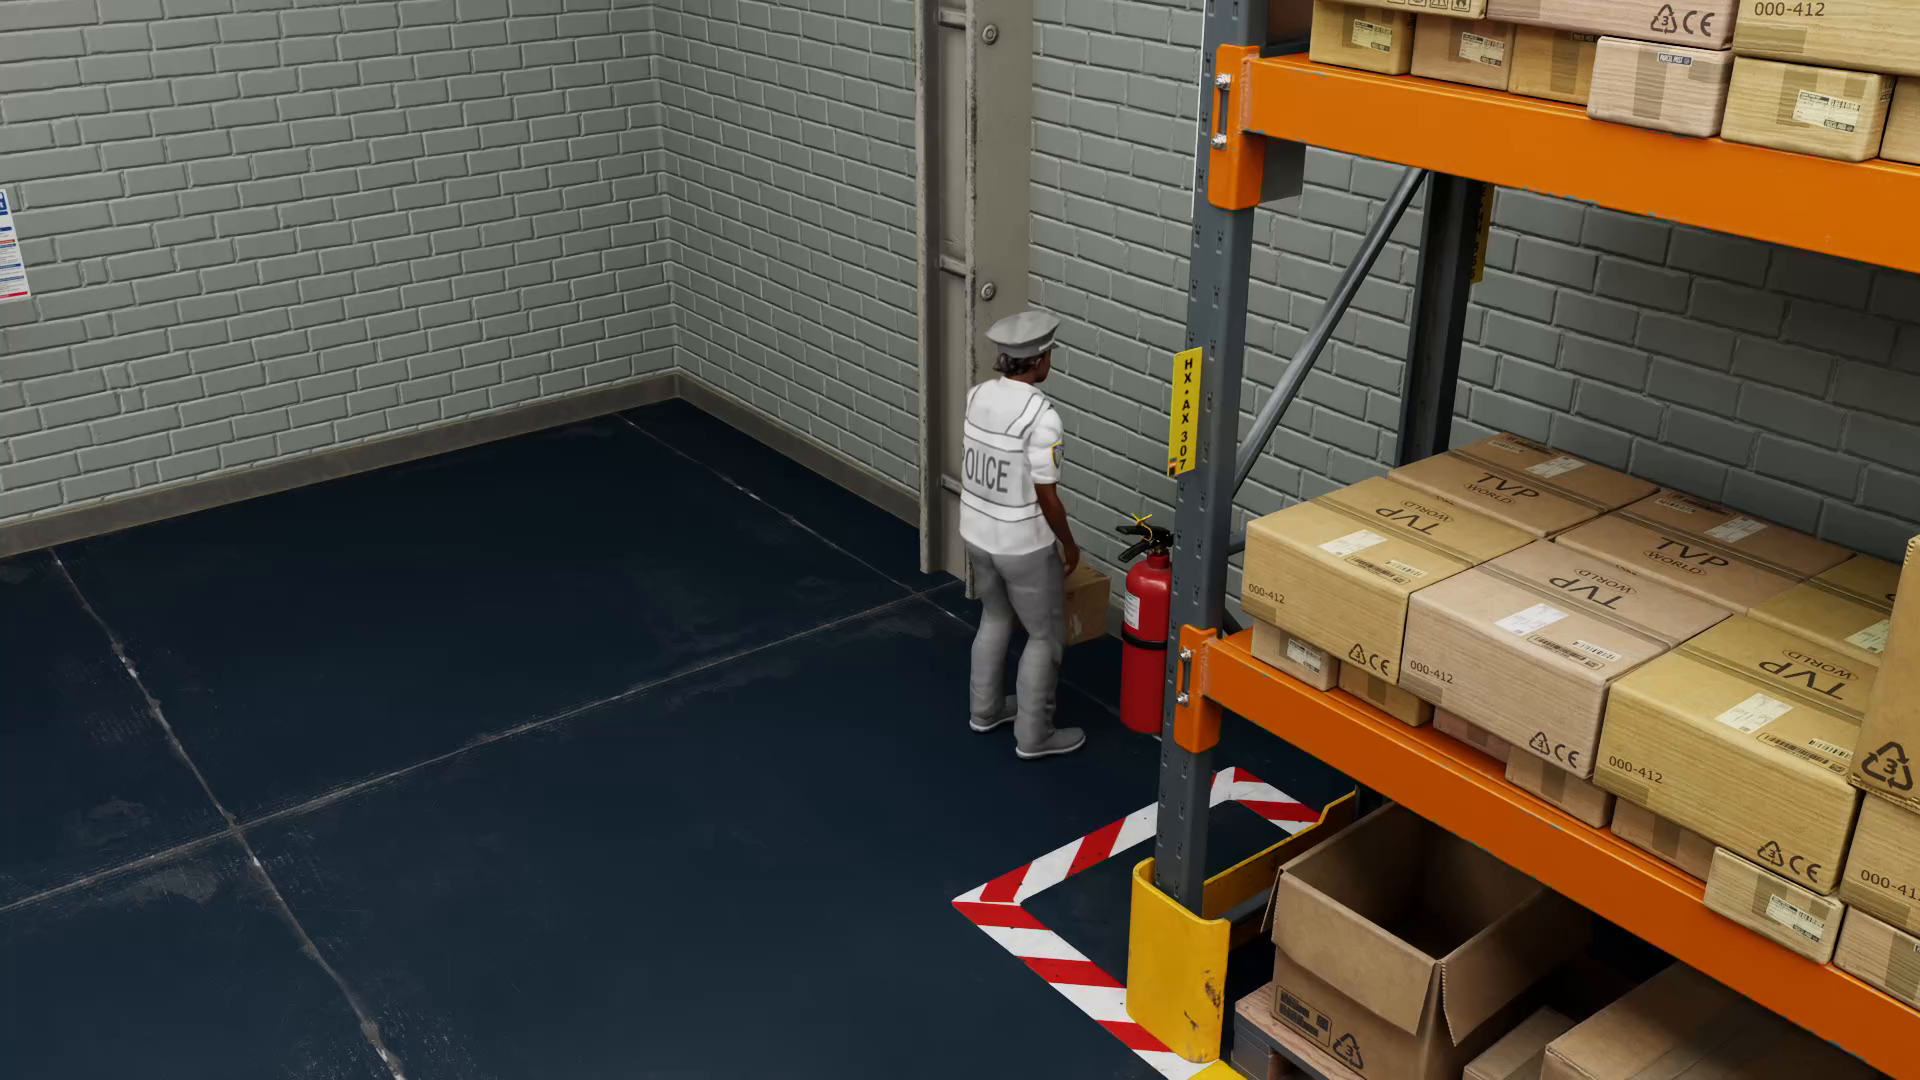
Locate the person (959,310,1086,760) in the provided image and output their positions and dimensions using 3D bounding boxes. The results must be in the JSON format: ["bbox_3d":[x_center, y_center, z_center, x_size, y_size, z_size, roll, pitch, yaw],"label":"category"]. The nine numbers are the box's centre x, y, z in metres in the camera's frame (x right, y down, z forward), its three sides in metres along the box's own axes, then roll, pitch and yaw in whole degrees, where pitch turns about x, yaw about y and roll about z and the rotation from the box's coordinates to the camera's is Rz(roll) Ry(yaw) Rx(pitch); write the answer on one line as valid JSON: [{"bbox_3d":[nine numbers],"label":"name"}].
[{"bbox_3d":[0.210,-0.002,6.099,0.370,1.670,0.494,-19,31,-35],"label":"person"}]
